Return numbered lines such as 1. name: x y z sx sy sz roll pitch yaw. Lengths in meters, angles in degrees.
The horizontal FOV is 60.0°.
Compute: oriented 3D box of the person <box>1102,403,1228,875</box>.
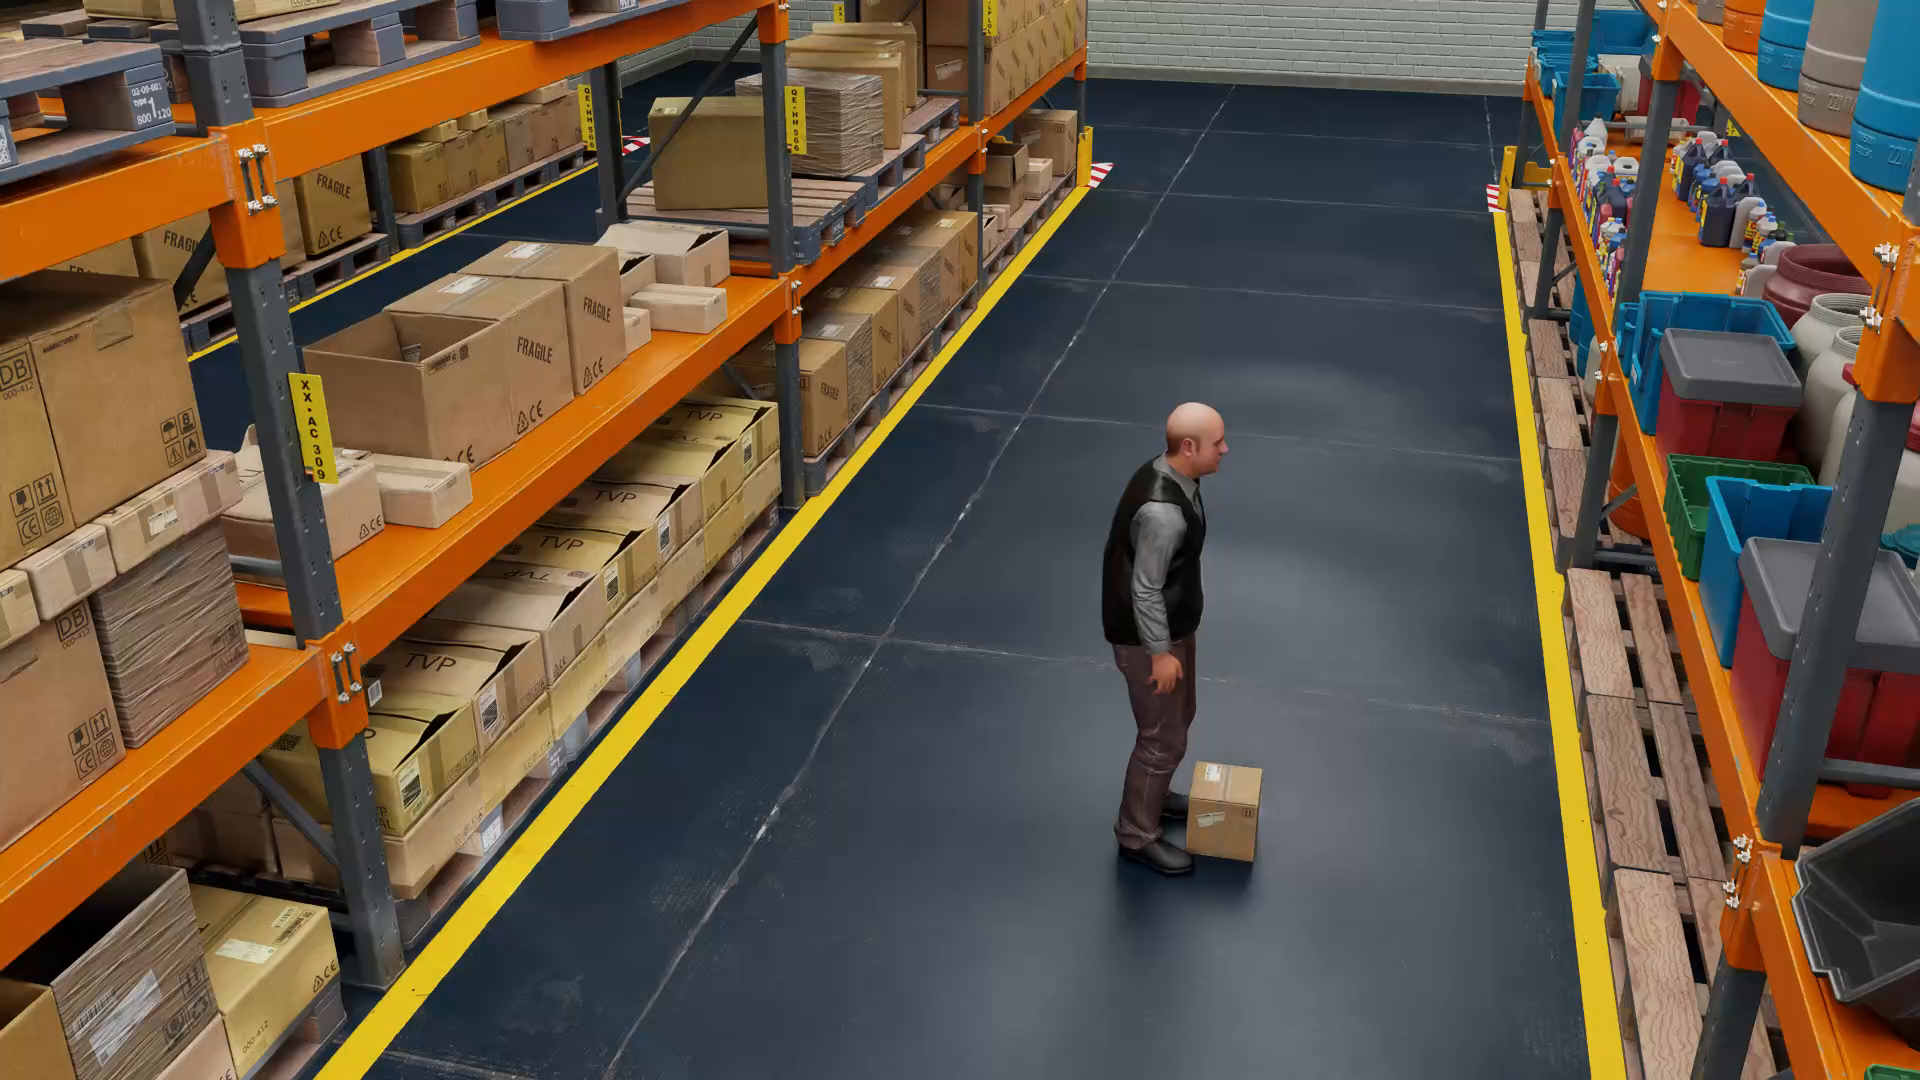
1. person: 0.712 0.322 5.951 0.420 1.721 0.581 6 26 13
